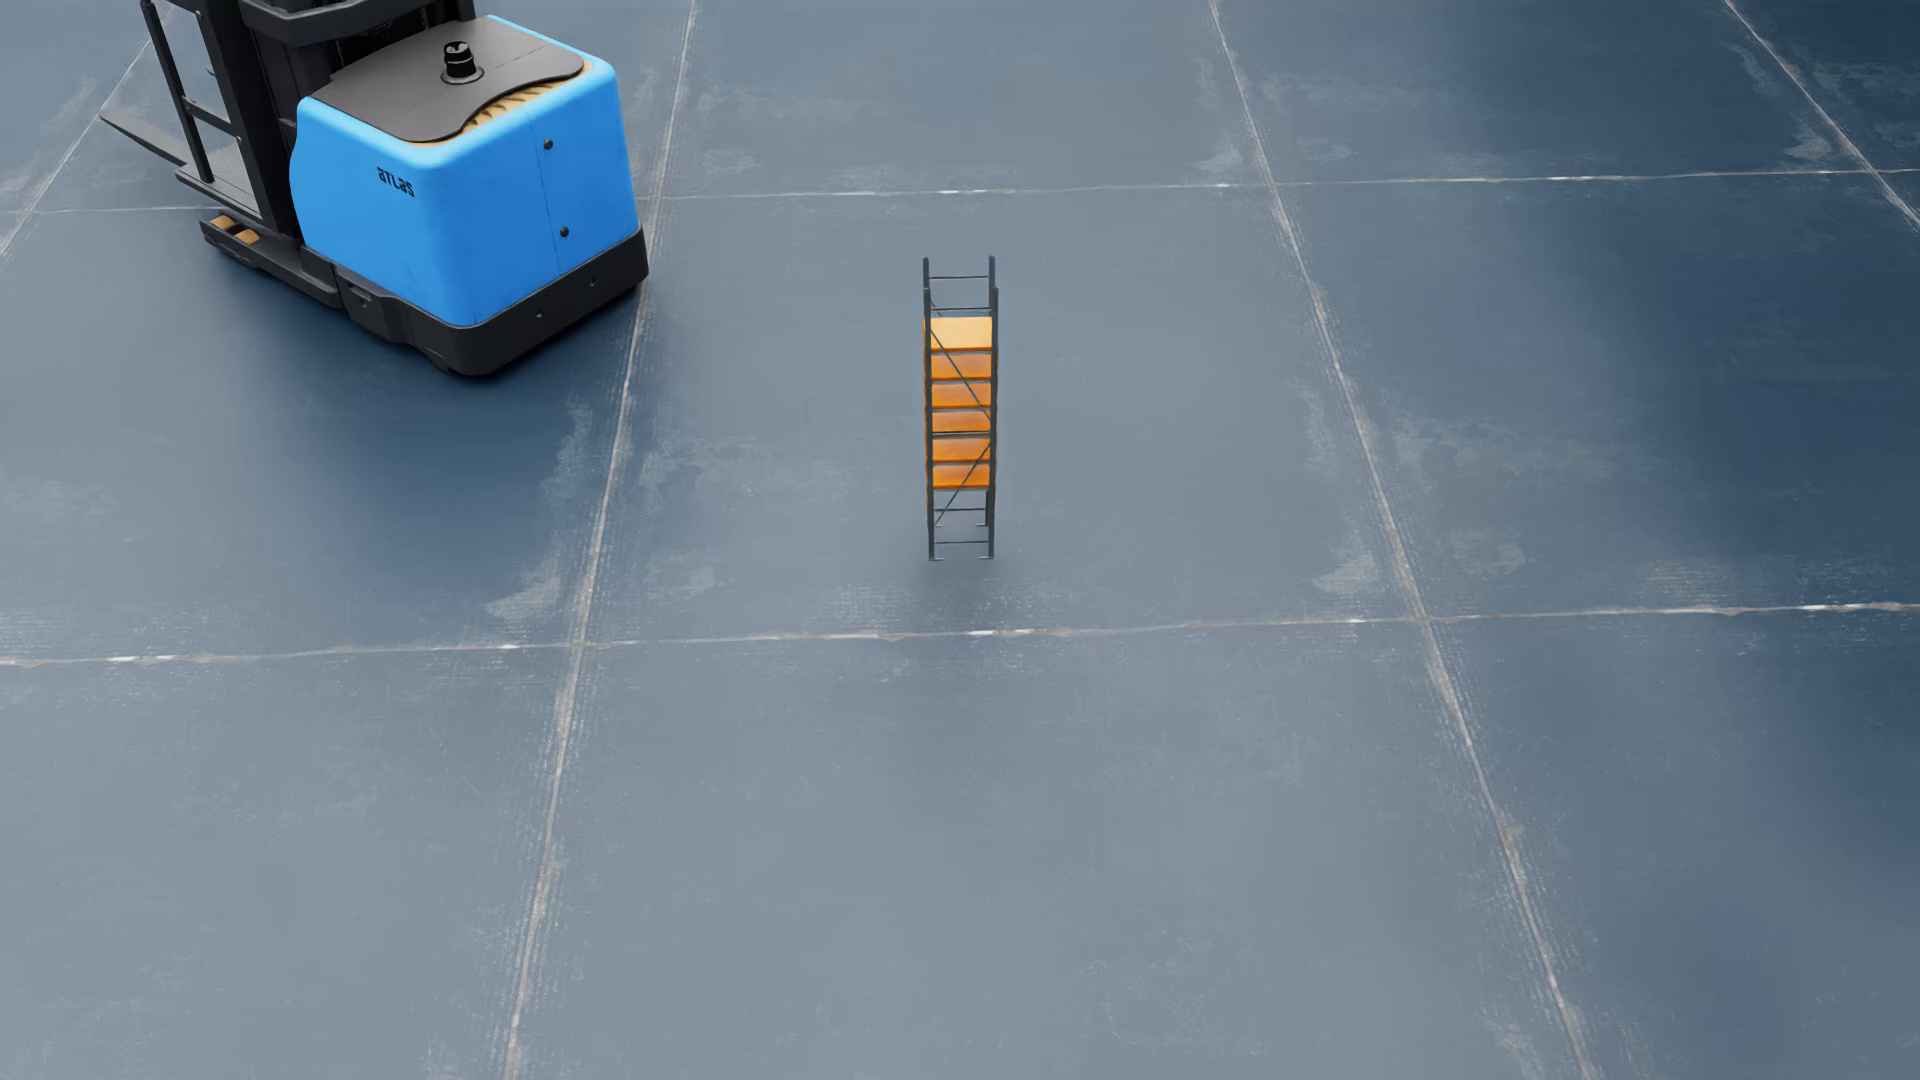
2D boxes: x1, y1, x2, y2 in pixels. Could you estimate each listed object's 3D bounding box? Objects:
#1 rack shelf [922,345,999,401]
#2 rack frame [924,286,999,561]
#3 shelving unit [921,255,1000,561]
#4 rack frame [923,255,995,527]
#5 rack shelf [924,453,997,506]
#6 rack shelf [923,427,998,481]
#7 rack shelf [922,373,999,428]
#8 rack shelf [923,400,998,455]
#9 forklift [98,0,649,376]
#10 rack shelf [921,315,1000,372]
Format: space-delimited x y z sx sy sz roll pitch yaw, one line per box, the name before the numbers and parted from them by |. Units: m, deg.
rack shelf | 0.001 -0.577 5.702 0.258 0.103 0.180 -2 43 -2
rack frame | 0.005 -0.371 5.767 0.240 1.200 0.006 -2 43 -2
shelving unit | 0.001 -0.433 5.834 0.258 1.200 0.189 -2 43 -2
rack frame | -0.003 -0.494 5.901 0.240 1.200 0.006 -2 43 -2
rack shelf | 0.001 -0.223 6.026 0.258 0.103 0.180 -2 43 -2
rack shelf | 0.001 -0.311 5.945 0.258 0.103 0.180 -2 43 -2
rack shelf | 0.001 -0.488 5.783 0.258 0.103 0.180 -2 43 -2
rack shelf | 0.001 -0.400 5.864 0.258 0.103 0.180 -2 43 -2
forklift | -2.868 -2.584 6.900 3.031 2.935 1.130 28 49 27
rack shelf | 0.001 -0.665 5.621 0.258 0.103 0.180 -2 43 -2
